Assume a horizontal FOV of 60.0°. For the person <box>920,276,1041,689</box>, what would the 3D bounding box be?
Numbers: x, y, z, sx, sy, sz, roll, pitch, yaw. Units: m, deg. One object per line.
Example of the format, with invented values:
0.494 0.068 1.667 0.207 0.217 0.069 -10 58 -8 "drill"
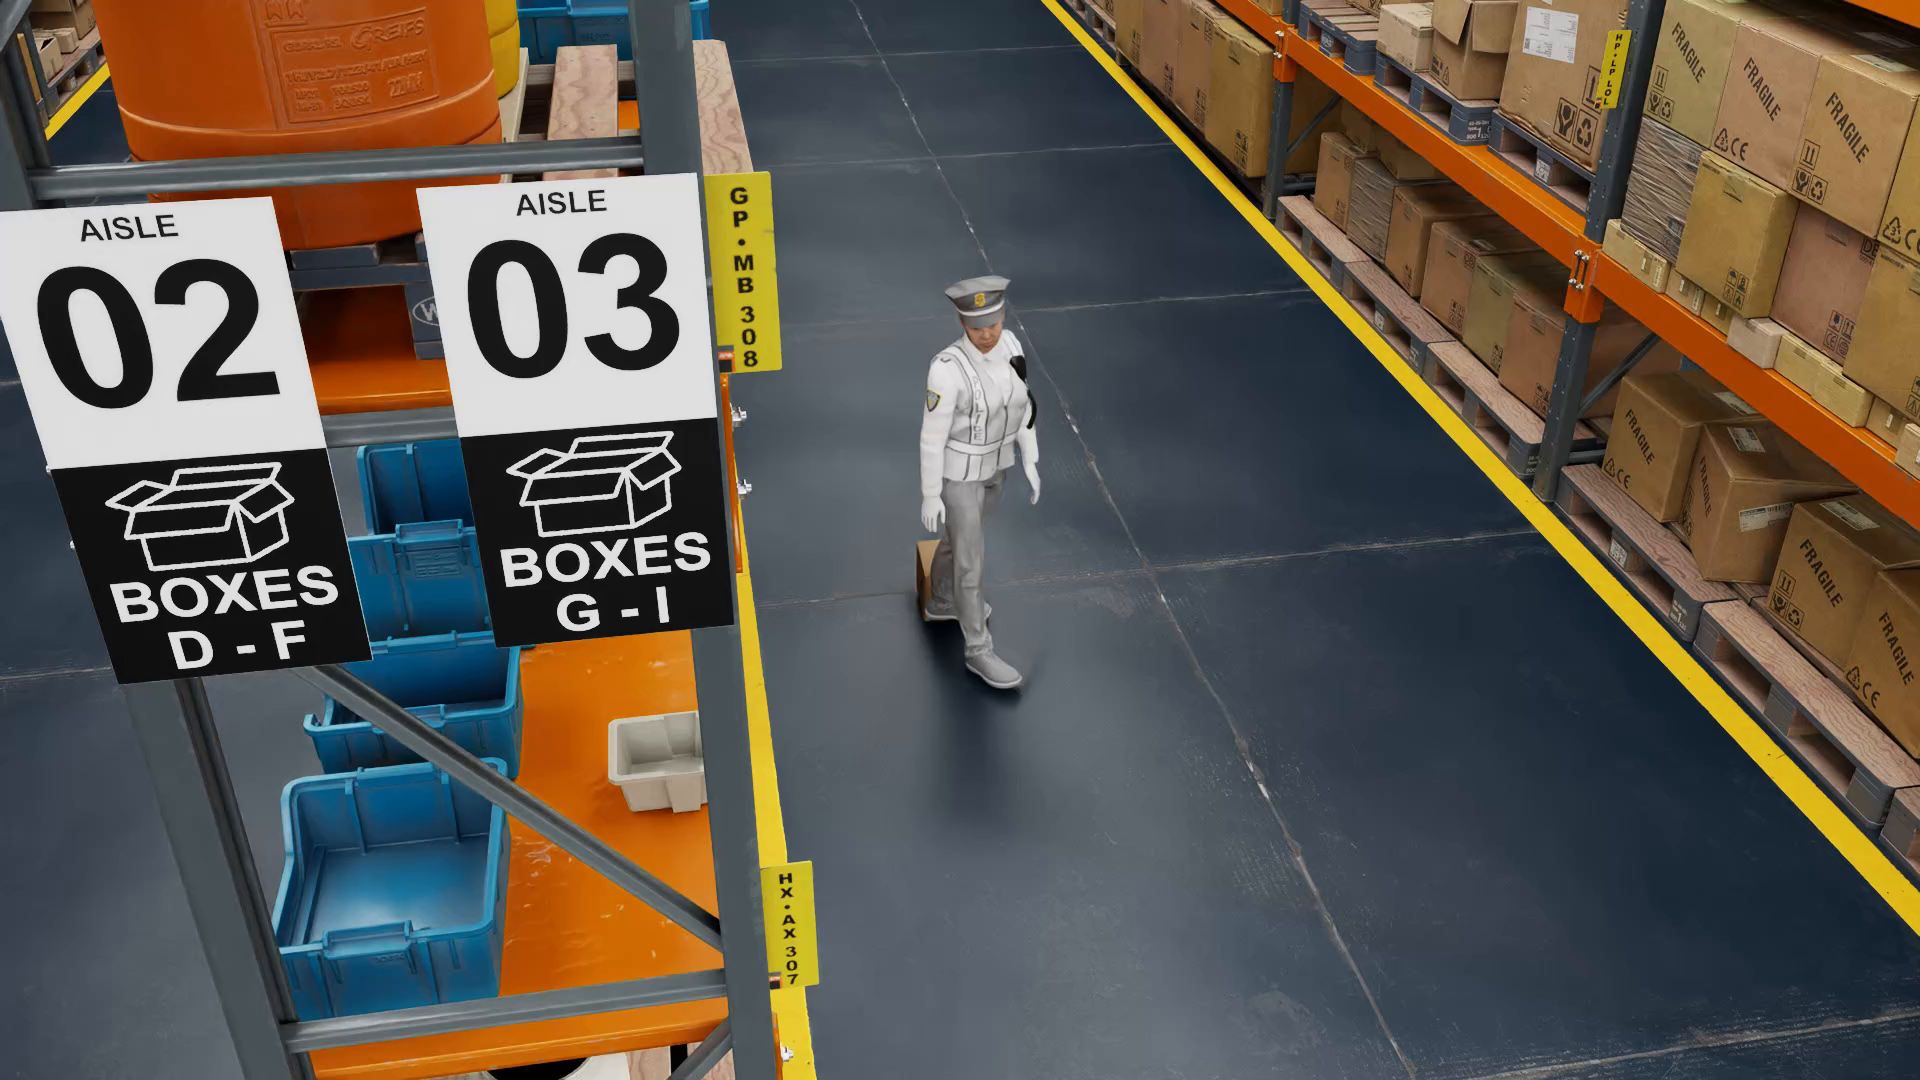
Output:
0.067 -0.255 6.517 0.641 1.649 0.530 22 37 32 "person"
